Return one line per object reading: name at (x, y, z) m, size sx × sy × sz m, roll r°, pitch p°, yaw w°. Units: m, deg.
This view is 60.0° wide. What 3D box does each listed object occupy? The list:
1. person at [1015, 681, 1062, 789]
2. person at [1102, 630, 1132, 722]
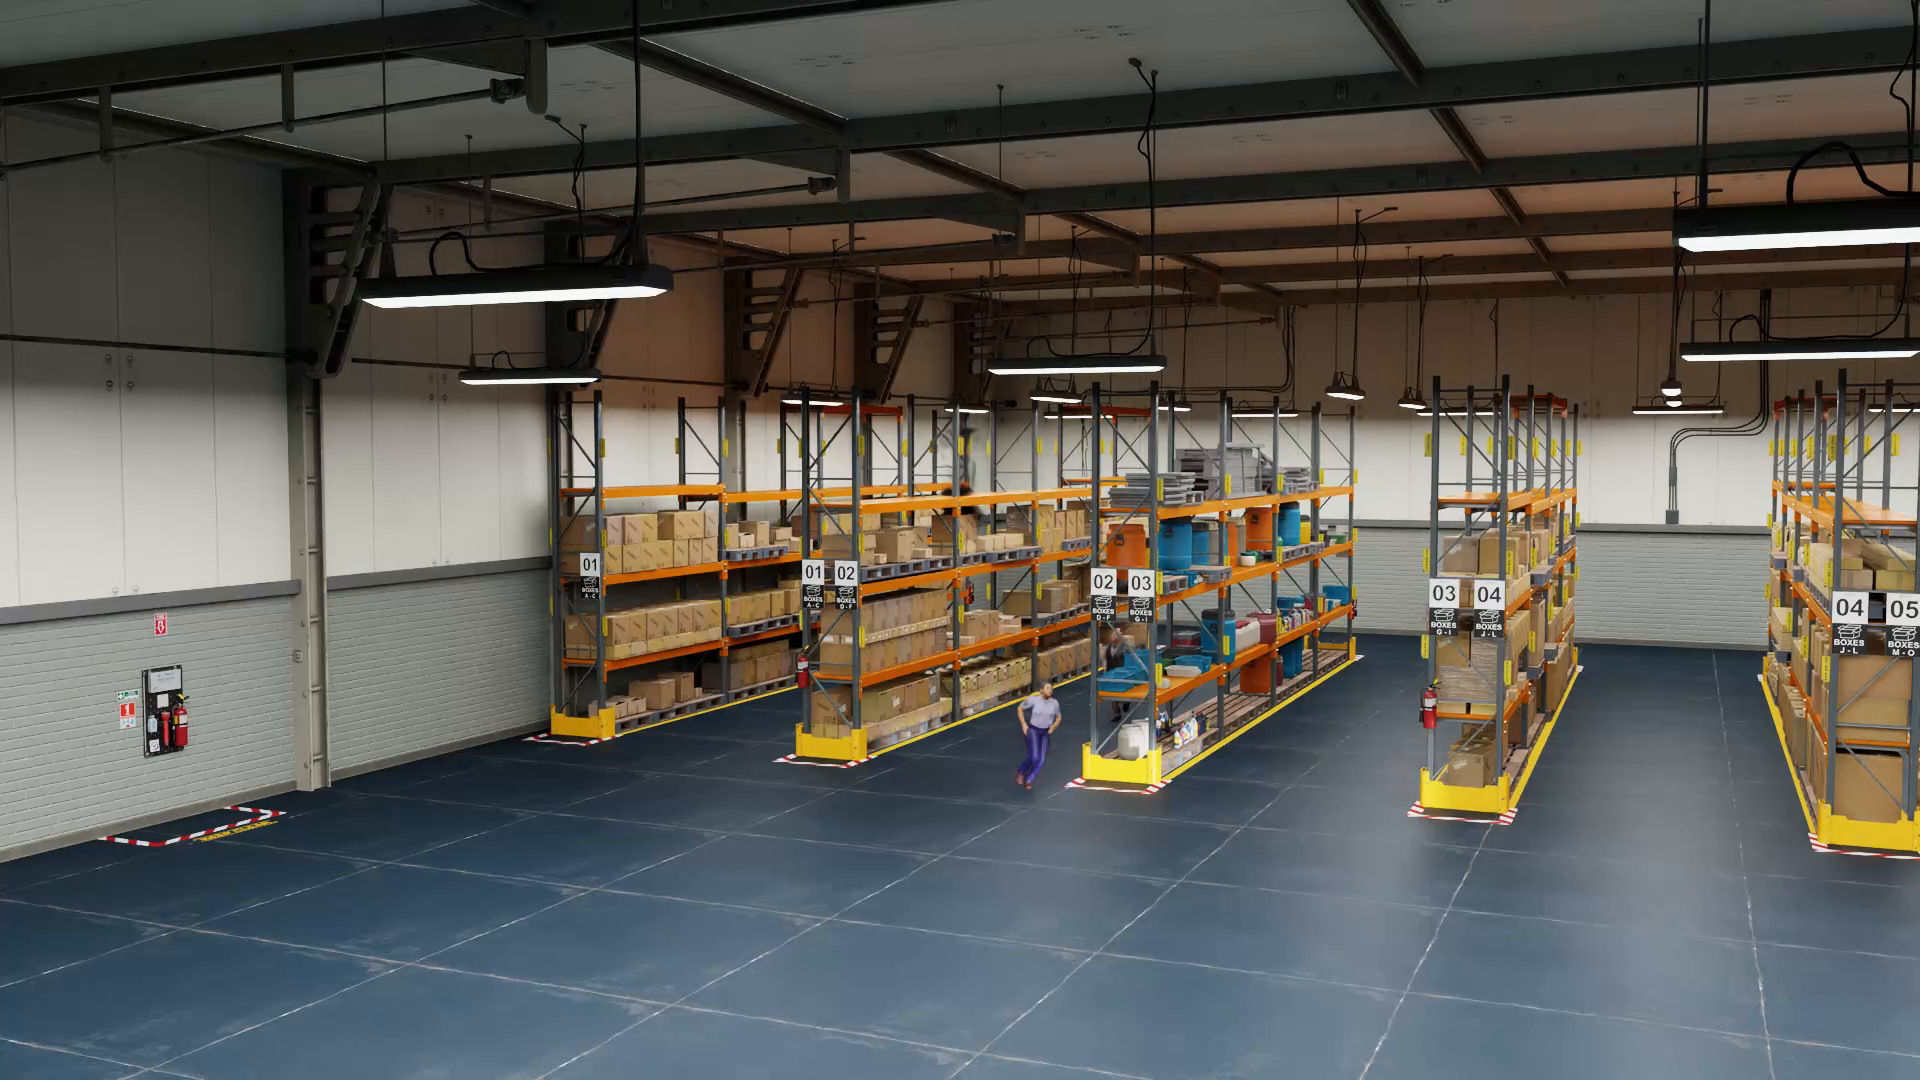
person at (1.166, 2.903, 24.395) m, size 0.671 × 1.502 × 0.539 m, roll -1°, pitch 3°, yaw -21°
person at (2.898, 2.488, 30.416) m, size 0.674 × 1.688 × 0.653 m, roll 2°, pitch 4°, yaw 32°
